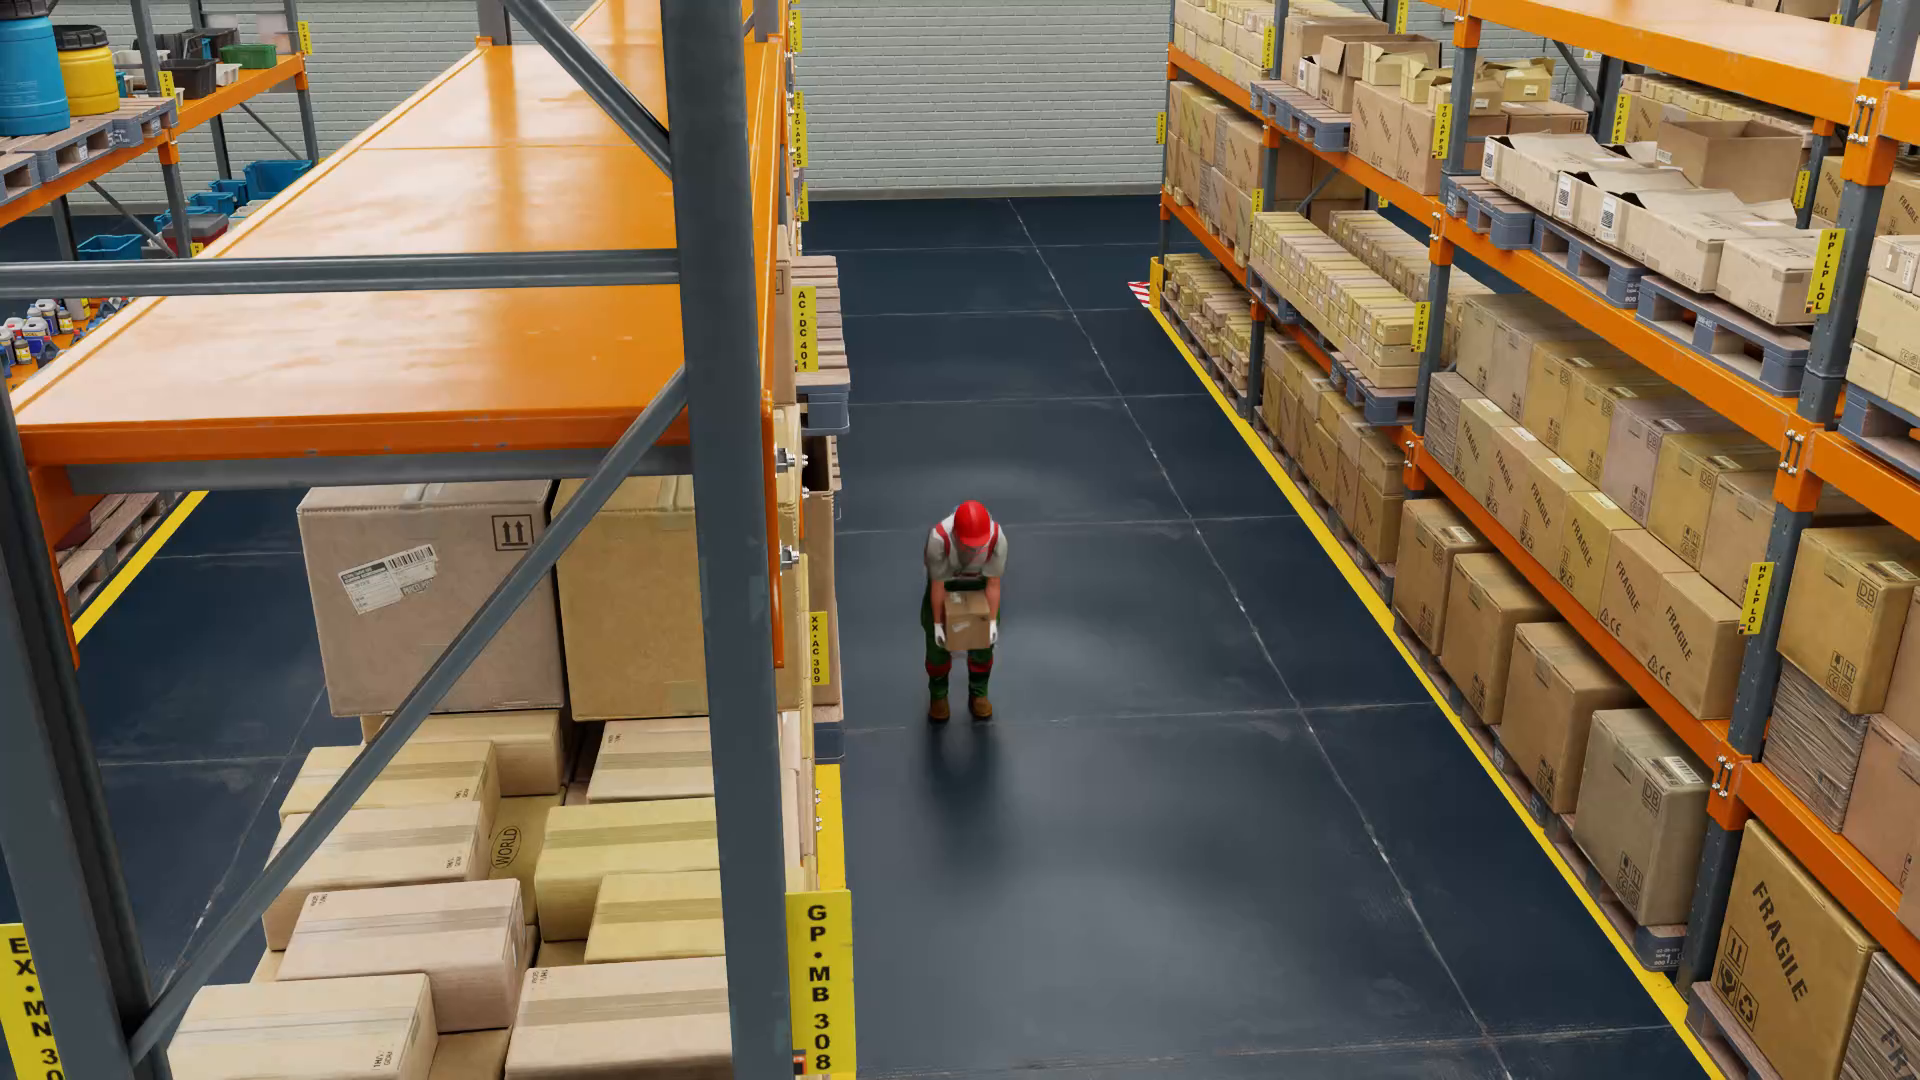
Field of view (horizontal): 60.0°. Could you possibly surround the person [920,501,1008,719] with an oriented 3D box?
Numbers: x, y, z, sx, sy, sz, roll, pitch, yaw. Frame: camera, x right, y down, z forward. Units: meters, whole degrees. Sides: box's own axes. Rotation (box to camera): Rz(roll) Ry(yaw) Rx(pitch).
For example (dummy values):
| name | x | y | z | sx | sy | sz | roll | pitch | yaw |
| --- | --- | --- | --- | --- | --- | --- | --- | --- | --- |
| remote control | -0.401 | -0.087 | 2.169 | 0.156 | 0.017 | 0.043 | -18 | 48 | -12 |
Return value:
| name | x | y | z | sx | sy | sz | roll | pitch | yaw |
| --- | --- | --- | --- | --- | --- | --- | --- | --- | --- |
| person | 0.025 | 0.393 | 9.704 | 0.484 | 1.541 | 0.819 | -3 | 24 | -6 |
